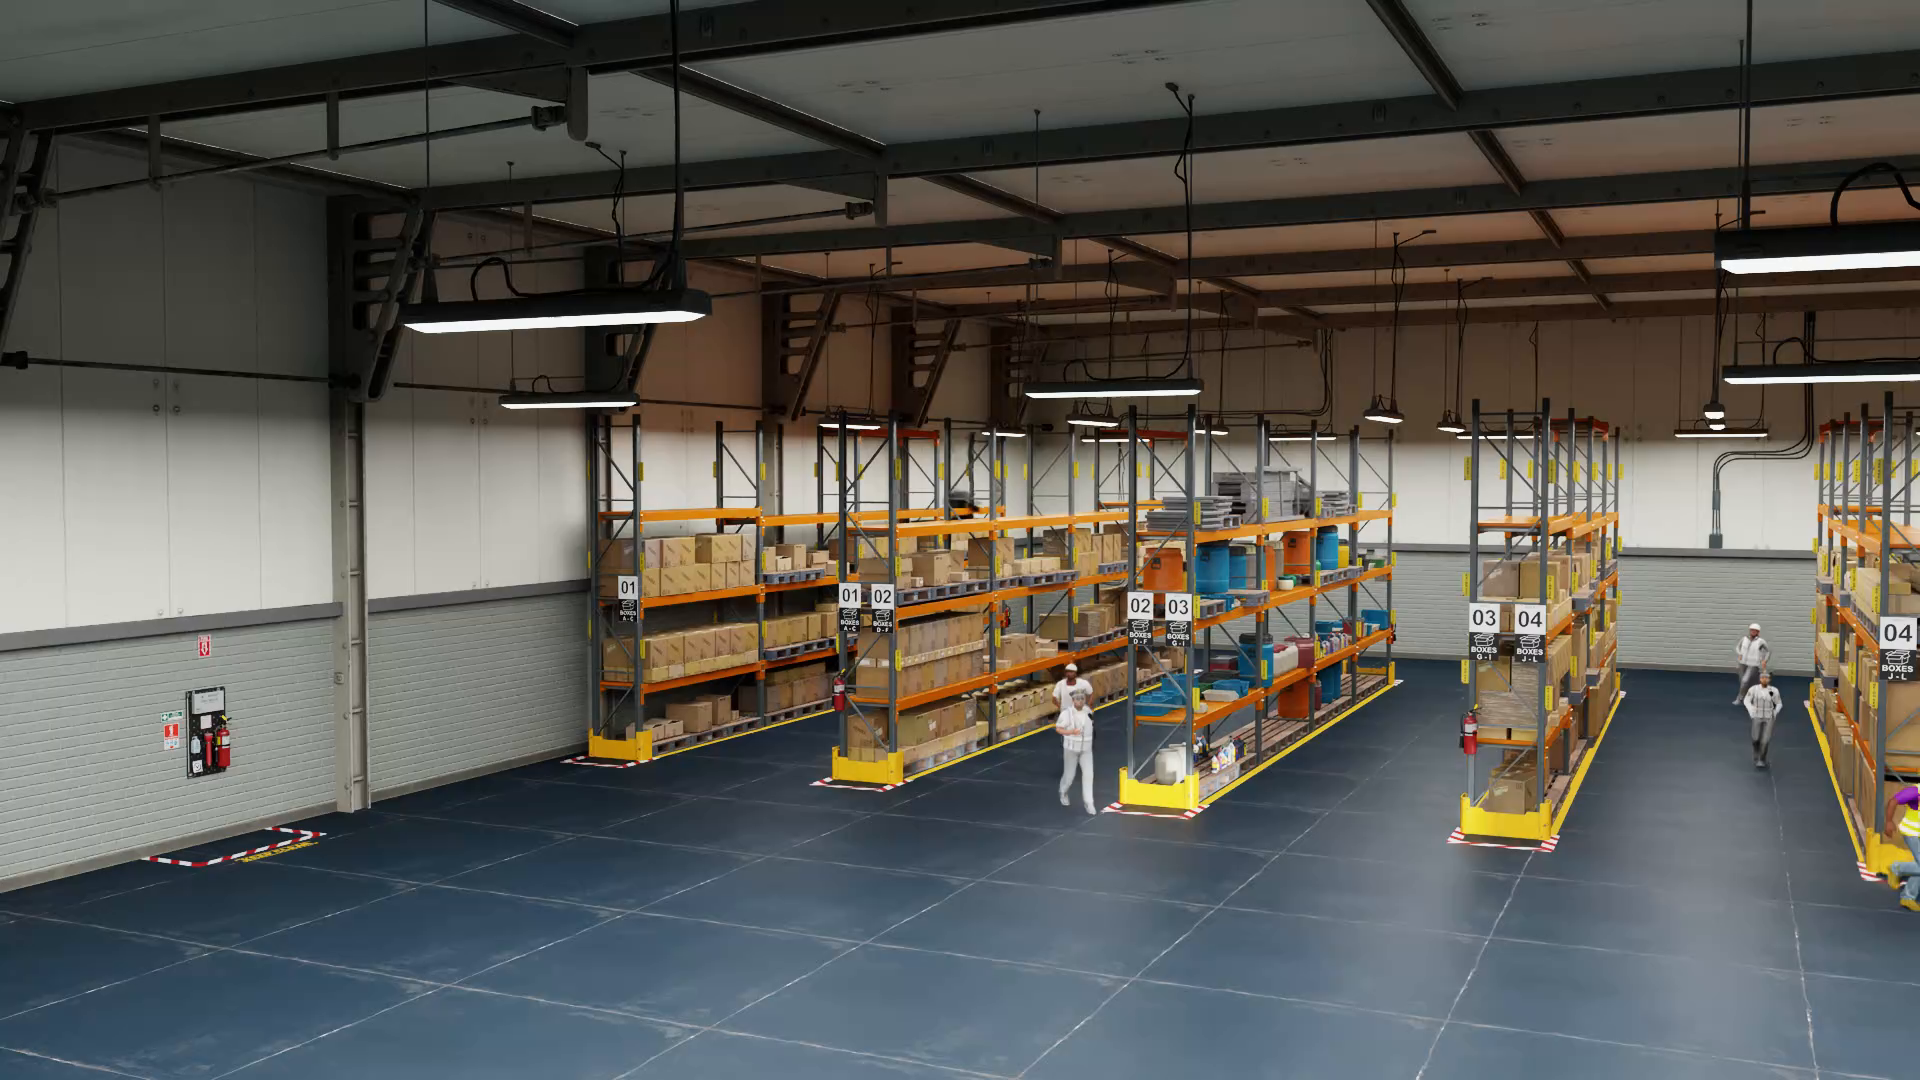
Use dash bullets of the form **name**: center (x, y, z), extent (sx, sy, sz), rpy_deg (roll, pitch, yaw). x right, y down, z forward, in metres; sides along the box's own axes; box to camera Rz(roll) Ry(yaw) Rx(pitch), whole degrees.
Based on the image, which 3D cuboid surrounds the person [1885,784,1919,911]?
- **person**: center (10.981, 3.389, 18.995), extent (0.690, 1.690, 0.736), rpy_deg (-1, 3, -25)

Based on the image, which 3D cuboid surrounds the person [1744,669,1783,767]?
- **person**: center (13.613, 3.013, 28.187), extent (0.595, 1.651, 0.520), rpy_deg (1, 3, 24)

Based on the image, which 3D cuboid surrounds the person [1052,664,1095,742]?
- **person**: center (1.904, 2.969, 28.161), extent (0.694, 1.766, 0.934), rpy_deg (1, 2, 14)

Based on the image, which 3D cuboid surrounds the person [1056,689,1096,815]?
- **person**: center (1.728, 3.076, 24.485), extent (0.663, 1.785, 0.980), rpy_deg (-1, 2, -16)

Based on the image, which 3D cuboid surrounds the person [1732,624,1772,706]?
- **person**: center (16.878, 2.652, 35.501), extent (0.925, 1.728, 0.711), rpy_deg (-2, 3, -40)
